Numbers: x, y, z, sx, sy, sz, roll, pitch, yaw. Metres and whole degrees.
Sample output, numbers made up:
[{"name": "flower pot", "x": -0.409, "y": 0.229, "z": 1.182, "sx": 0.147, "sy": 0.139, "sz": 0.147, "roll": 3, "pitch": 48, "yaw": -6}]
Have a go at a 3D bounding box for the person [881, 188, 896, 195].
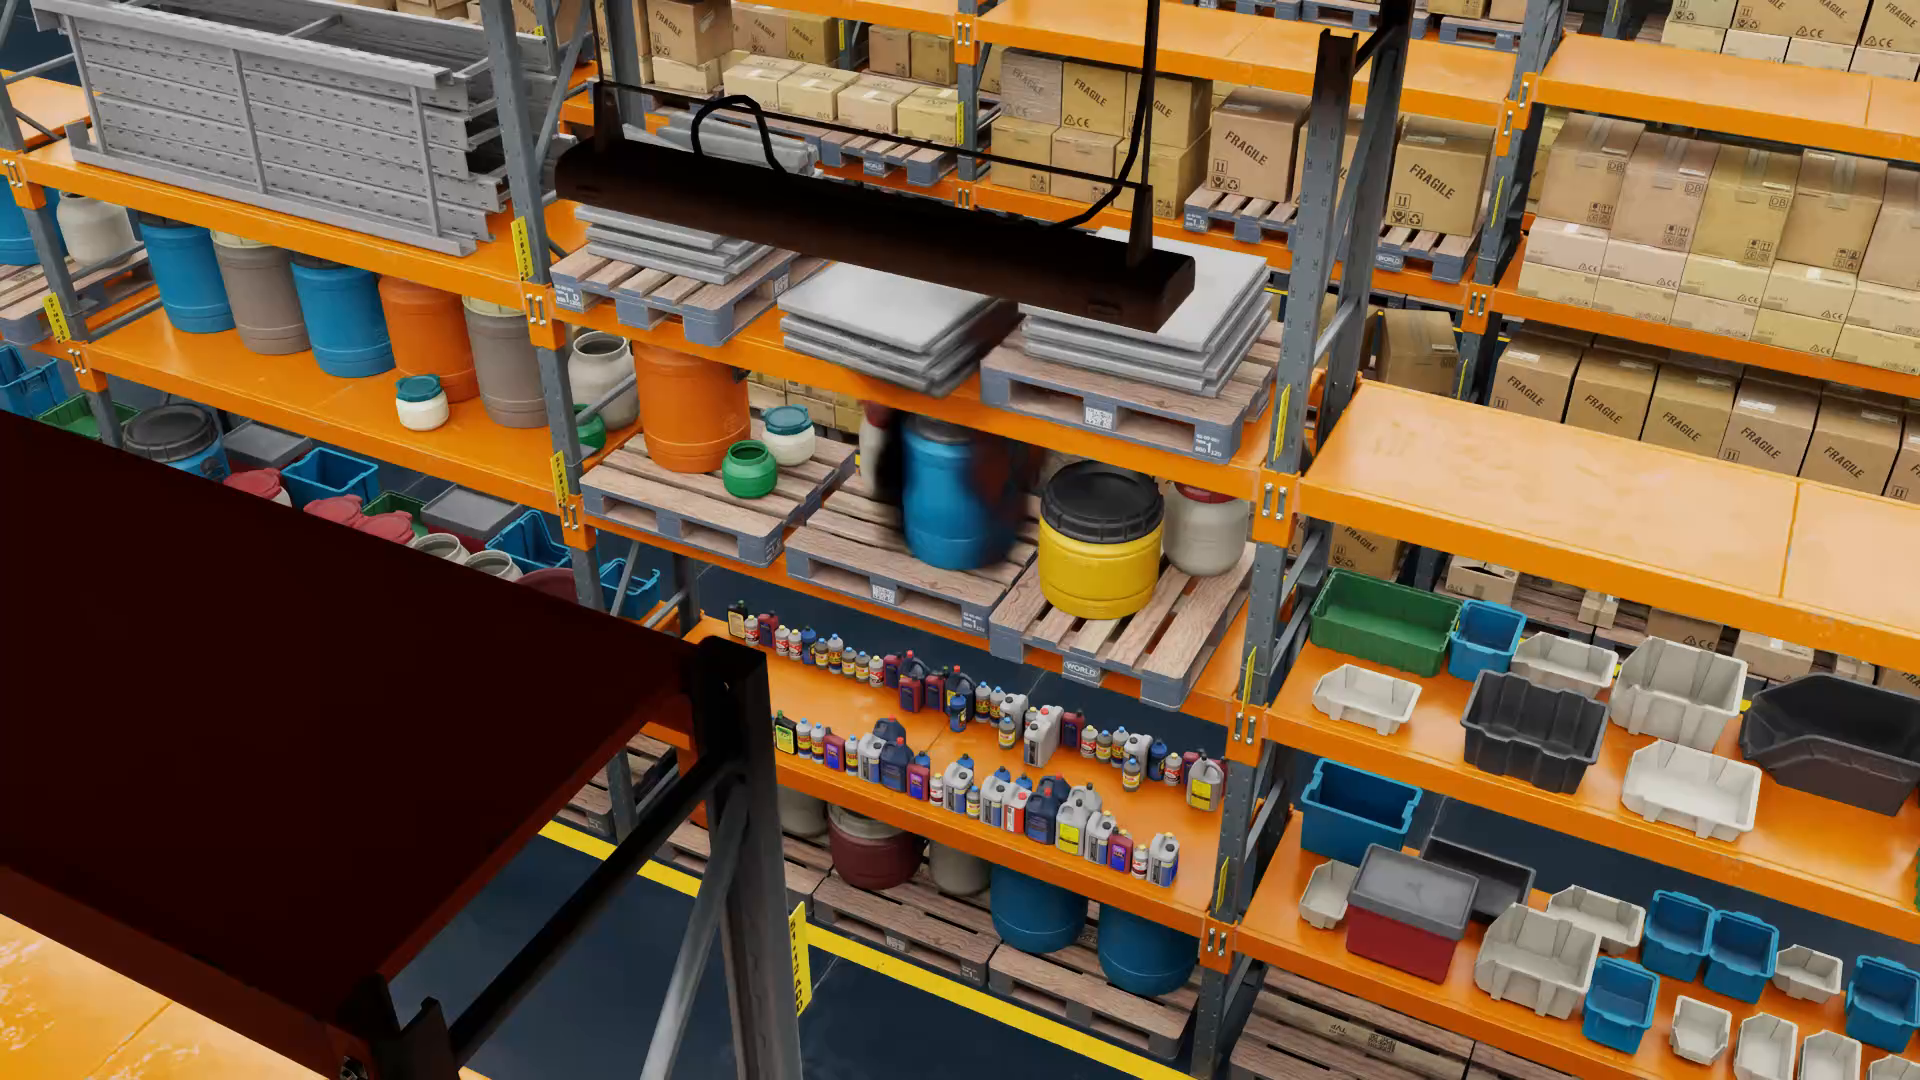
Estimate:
[{"name": "person", "x": -0.659, "y": -2.685, "z": 16.311, "sx": 0.467, "sy": 1.603, "sz": 0.352, "roll": 27, "pitch": 43, "yaw": 33}]
